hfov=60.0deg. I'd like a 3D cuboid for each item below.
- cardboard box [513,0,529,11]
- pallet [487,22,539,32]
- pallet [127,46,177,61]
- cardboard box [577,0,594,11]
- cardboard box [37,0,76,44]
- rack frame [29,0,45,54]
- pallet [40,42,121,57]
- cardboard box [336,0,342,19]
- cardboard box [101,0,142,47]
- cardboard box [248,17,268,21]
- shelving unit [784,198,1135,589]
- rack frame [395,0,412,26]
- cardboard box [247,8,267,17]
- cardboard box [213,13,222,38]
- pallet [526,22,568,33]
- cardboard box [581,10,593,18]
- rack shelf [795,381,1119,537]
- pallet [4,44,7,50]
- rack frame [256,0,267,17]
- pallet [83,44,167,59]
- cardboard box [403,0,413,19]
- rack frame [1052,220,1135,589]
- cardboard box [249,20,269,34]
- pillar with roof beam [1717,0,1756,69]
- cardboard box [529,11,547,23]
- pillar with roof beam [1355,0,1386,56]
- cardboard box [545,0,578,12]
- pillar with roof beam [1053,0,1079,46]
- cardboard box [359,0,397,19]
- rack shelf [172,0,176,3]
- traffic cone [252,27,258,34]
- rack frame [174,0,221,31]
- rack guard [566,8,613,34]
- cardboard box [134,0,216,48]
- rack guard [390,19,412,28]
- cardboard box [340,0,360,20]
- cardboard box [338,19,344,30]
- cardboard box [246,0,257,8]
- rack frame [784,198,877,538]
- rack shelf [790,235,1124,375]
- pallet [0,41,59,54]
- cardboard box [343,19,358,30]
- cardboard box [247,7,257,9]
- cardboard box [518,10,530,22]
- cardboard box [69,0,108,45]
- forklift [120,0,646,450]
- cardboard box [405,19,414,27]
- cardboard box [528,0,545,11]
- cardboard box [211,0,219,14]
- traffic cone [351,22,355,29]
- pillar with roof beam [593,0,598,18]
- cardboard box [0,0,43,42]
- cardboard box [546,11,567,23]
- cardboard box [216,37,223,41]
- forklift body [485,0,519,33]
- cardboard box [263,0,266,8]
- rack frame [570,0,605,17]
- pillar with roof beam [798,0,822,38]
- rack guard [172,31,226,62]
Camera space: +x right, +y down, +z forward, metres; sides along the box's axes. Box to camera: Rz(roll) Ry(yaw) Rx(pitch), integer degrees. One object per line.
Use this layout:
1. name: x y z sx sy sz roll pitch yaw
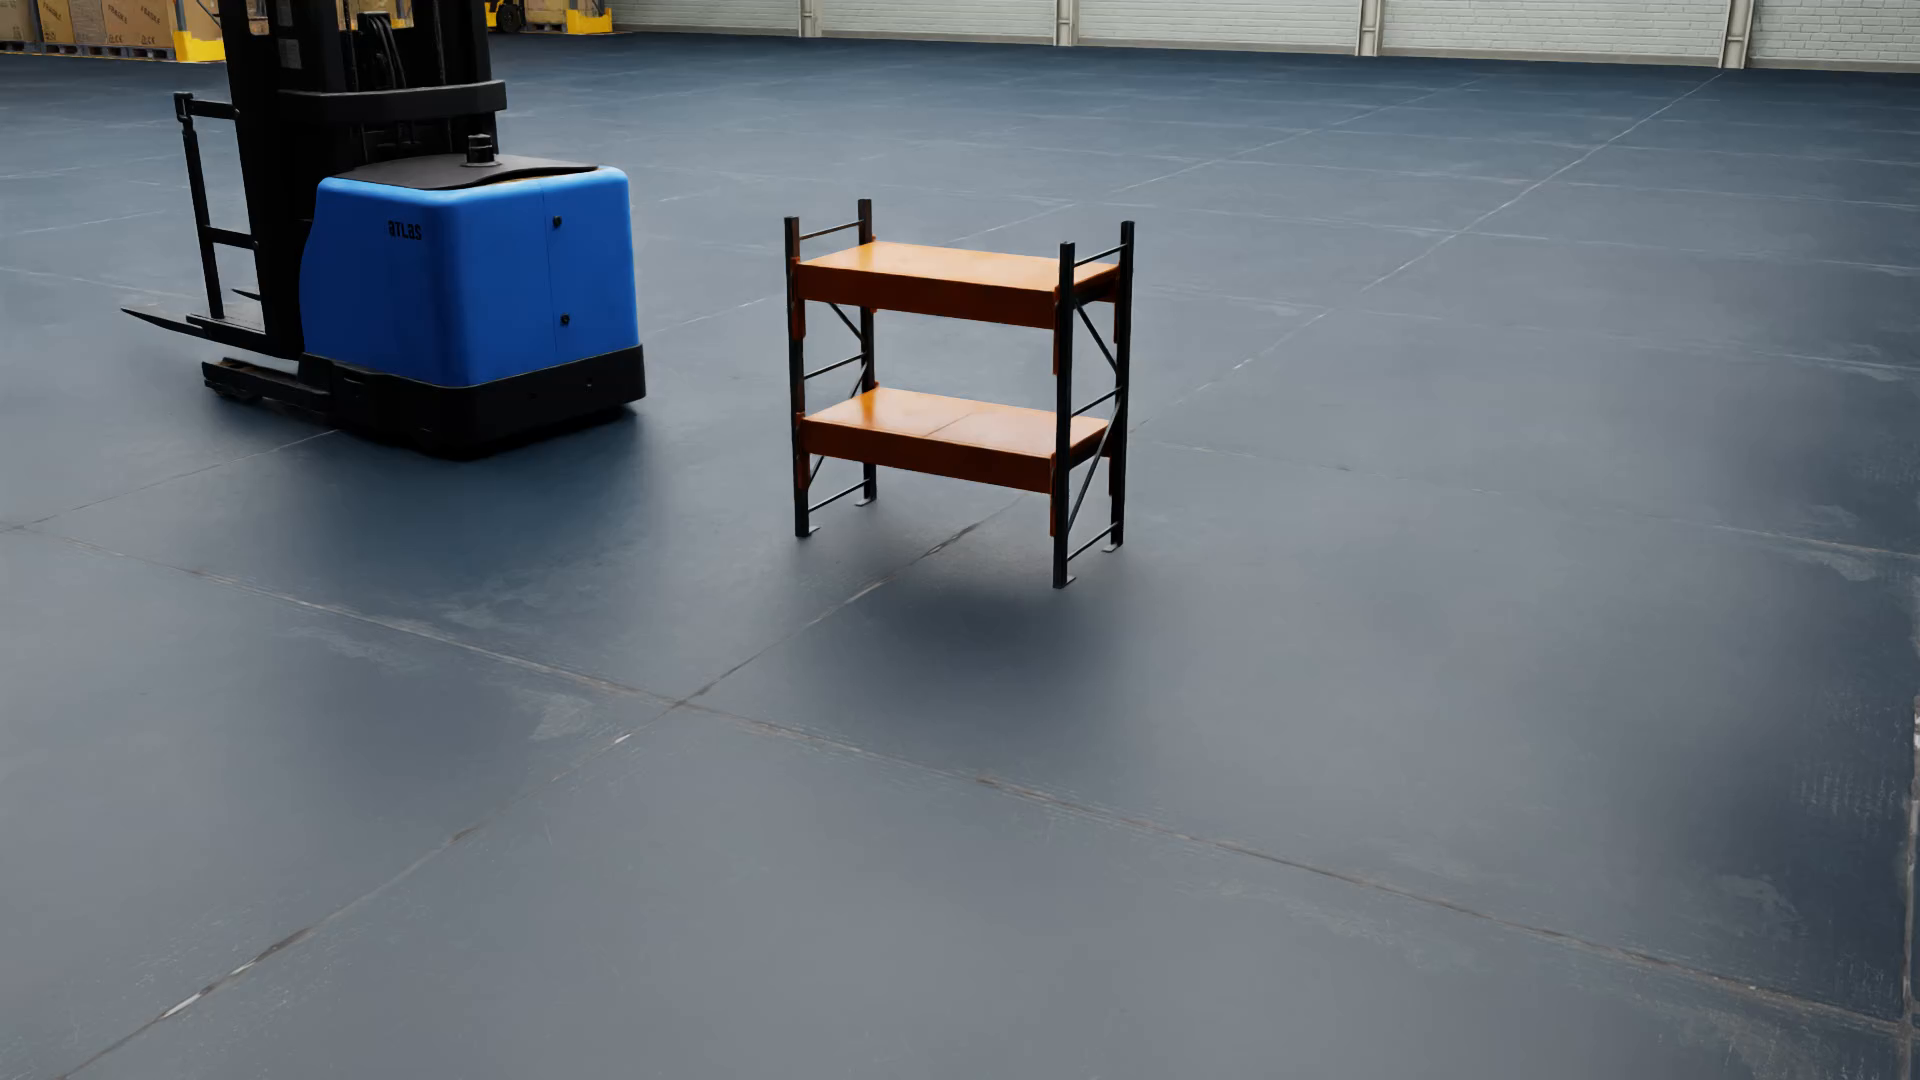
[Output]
1. cardboard box: -9.709 -11.991 37.205 0.500 0.250 0.500 10 22 26
2. pallet: -9.987 -11.704 37.820 1.213 0.211 1.003 11 23 27
3. pallet: -13.718 -8.527 29.062 1.213 0.211 1.003 11 23 27
4. cardboard box: -8.547 -11.976 37.166 0.500 0.250 0.500 11 23 28
5. cardboard box: -15.959 -9.466 30.063 0.875 0.875 0.875 11 23 28
6. rack frame: -16.474 -10.393 30.118 0.127 3.000 1.000 11 23 27
7. pallet: -15.848 -8.932 30.180 1.213 0.211 1.003 11 23 27
8. cardboard box: -12.377 -10.703 33.289 0.500 0.500 0.500 10 22 26
9. cardboard box: -14.375 -9.165 29.233 0.875 0.875 0.875 10 22 26
10. cardboard box: -13.876 -10.126 33.044 0.500 0.500 0.500 -7 21 -20
11. shelving unit: -0.006 -0.530 5.676 1.048 1.125 0.538 11 23 27
12. rack frame: -10.656 -11.218 32.393 0.127 3.000 1.000 11 23 27
13. cardboard box: -14.607 -10.932 34.841 0.625 0.372 0.950 11 23 28
14. cardboard box: -14.244 -9.800 31.945 0.503 0.637 0.797 11 23 27
15. pallet: -8.926 -11.500 37.260 1.213 0.211 1.003 11 23 27
16. cardboard box: -8.572 -11.741 37.251 0.500 0.250 0.500 11 23 28
17. rack shelf: -0.006 -0.300 5.760 1.000 0.278 0.538 11 23 27
18. pallet: -18.253 -9.391 31.443 1.213 0.211 1.003 11 23 27
19. rack frame: -14.148 -11.883 34.226 0.127 3.000 1.000 11 23 27
20. pallet: -14.779 -8.730 29.622 1.213 0.211 1.003 11 23 27
21. cardboard box: -11.246 -10.696 33.269 0.500 0.500 0.500 10 22 26
22. rack frame: 0.438 -0.445 5.443 0.032 1.125 0.500 11 23 27
23. cardboard box: -13.424 -9.583 31.546 0.637 0.503 0.797 -4 20 -10
24. pillar with roof beam: 10.446 -10.628 21.968 0.400 9.000 9.100 11 23 27
25. cardboard box: -9.232 -11.671 37.057 0.500 0.250 0.500 11 23 27
26. pillar with roof beam: 5.208 -11.626 24.719 0.400 9.000 9.100 11 23 27
27. cardboard box: -8.816 -11.824 36.747 0.500 0.250 0.500 10 22 27
28. pillar with roof beam: -0.030 -12.624 27.469 0.400 9.000 9.100 11 23 27
29. cardboard box: -11.482 -10.531 32.815 0.500 0.500 0.500 11 23 28
30. rack shelf: -14.728 -9.722 29.323 4.000 0.370 1.077 11 23 27
31. traffic cone: -12.753 -9.046 30.125 0.334 0.463 0.336 11 23 27
32. rack frame: -12.981 -9.728 28.284 0.127 3.000 1.000 11 23 27
33. rack guard: -8.217 -11.518 36.883 0.348 0.500 1.175 11 23 27
34. cardboard box: -13.606 -9.020 28.831 0.875 0.875 0.875 11 23 28
35. rack guard: -10.722 -10.056 32.854 0.348 0.500 1.175 11 23 27
36. cardboard box: -11.939 -10.617 33.052 0.500 0.500 0.500 12 23 29
37. cardboard box: -12.400 -10.351 33.419 0.500 0.250 0.500 10 22 25
38. cardboard box: -17.499 -13.397 41.449 0.500 0.500 0.500 10 22 26
39. rack frame: -0.450 -0.614 5.909 0.032 1.125 0.500 11 23 27
40. rack shelf: -0.006 -0.805 5.577 1.000 0.278 0.538 11 23 27
41. pallet: -17.184 -9.188 30.885 1.213 0.211 1.003 11 23 27
42. cardboard box: -11.941 -10.266 33.184 0.500 0.250 0.500 11 23 27
43. cardboard box: -15.236 -11.051 35.168 0.625 0.372 0.950 12 23 31
44. cardboard box: -9.664 -11.757 37.294 0.500 0.250 0.500 11 23 28
45. cardboard box: -15.170 -9.317 29.652 0.875 0.875 0.875 11 23 28
46. forklift: -2.881 -2.131 7.442 3.031 2.935 1.130 15 25 35
47. cardboard box: -11.225 -10.340 33.387 0.500 0.250 0.500 11 22 27
48. cardboard box: -9.248 -11.911 36.985 0.500 0.250 0.500 11 22 27
49. cardboard box: -14.990 -10.529 33.049 0.500 0.500 0.500 11 23 27
50. traffic cone: -11.660 -9.713 31.964 0.334 0.463 0.336 11 23 27
51. pillar with roof beam: -10.506 -14.619 32.971 0.400 9.000 9.100 11 23 27
52. cardboard box: -17.059 -9.609 30.640 0.750 0.750 1.050 11 23 27
53. cardboard box: -8.802 -11.585 36.821 0.500 0.250 0.500 11 23 28
54. cardboard box: -14.075 -9.370 31.307 0.258 0.266 0.396 16 25 36
55. forklift body: -10.783 -12.070 35.985 1.214 2.155 2.313 11 23 27
56. cardboard box: -17.049 -13.309 41.206 0.500 0.500 0.500 10 22 25
57. rack frame: -8.238 -12.697 36.468 0.127 3.000 1.000 11 23 27
58. pillar with roof beam: -5.268 -13.621 30.220 0.400 9.000 9.100 11 23 27
59. rack guard: -12.960 -8.549 28.699 0.348 0.500 1.175 11 23 27
